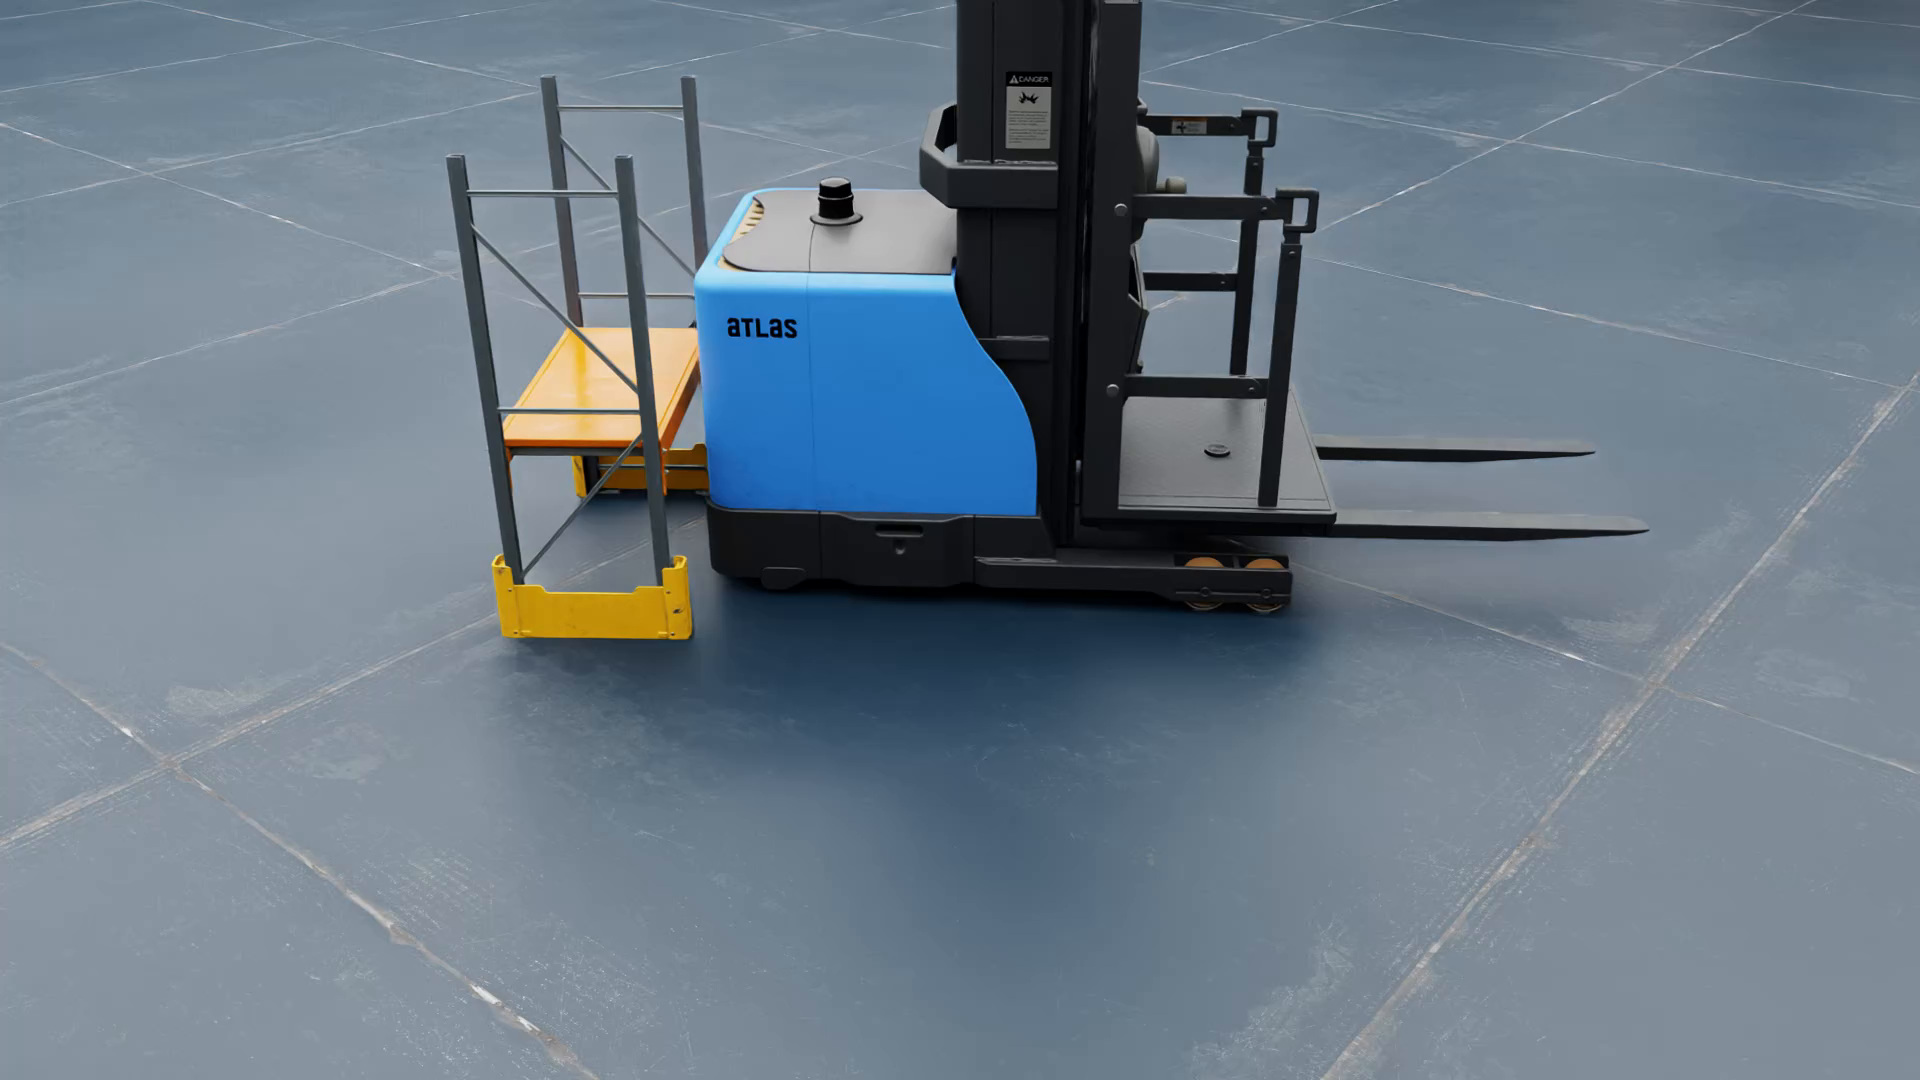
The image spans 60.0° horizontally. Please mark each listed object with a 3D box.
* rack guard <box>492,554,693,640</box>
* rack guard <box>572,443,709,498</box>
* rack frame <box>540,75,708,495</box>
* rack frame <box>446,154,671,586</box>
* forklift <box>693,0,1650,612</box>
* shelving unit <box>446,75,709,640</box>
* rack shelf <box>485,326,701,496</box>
[{"bbox_3d":[-1.132,0.175,5.137,0.587,0.250,0.087,1,27,1],"label":"rack guard"},{"bbox_3d":[-1.106,-0.282,6.022,0.587,0.250,0.087,1,27,1],"label":"rack guard"},{"bbox_3d":[-1.108,-0.838,5.736,0.500,1.500,0.032,1,27,1],"label":"rack frame"},{"bbox_3d":[-1.134,-0.371,4.833,0.500,1.500,0.032,1,27,1],"label":"rack frame"},{"bbox_3d":[0.717,-1.325,5.121,3.031,2.935,1.130,1,27,3],"label":"forklift"},{"bbox_3d":[-1.121,-0.609,5.292,0.587,1.500,1.083,1,27,1],"label":"shelving unit"},{"bbox_3d":[-1.120,-0.445,5.367,0.538,0.185,1.000,1,27,1],"label":"rack shelf"}]
